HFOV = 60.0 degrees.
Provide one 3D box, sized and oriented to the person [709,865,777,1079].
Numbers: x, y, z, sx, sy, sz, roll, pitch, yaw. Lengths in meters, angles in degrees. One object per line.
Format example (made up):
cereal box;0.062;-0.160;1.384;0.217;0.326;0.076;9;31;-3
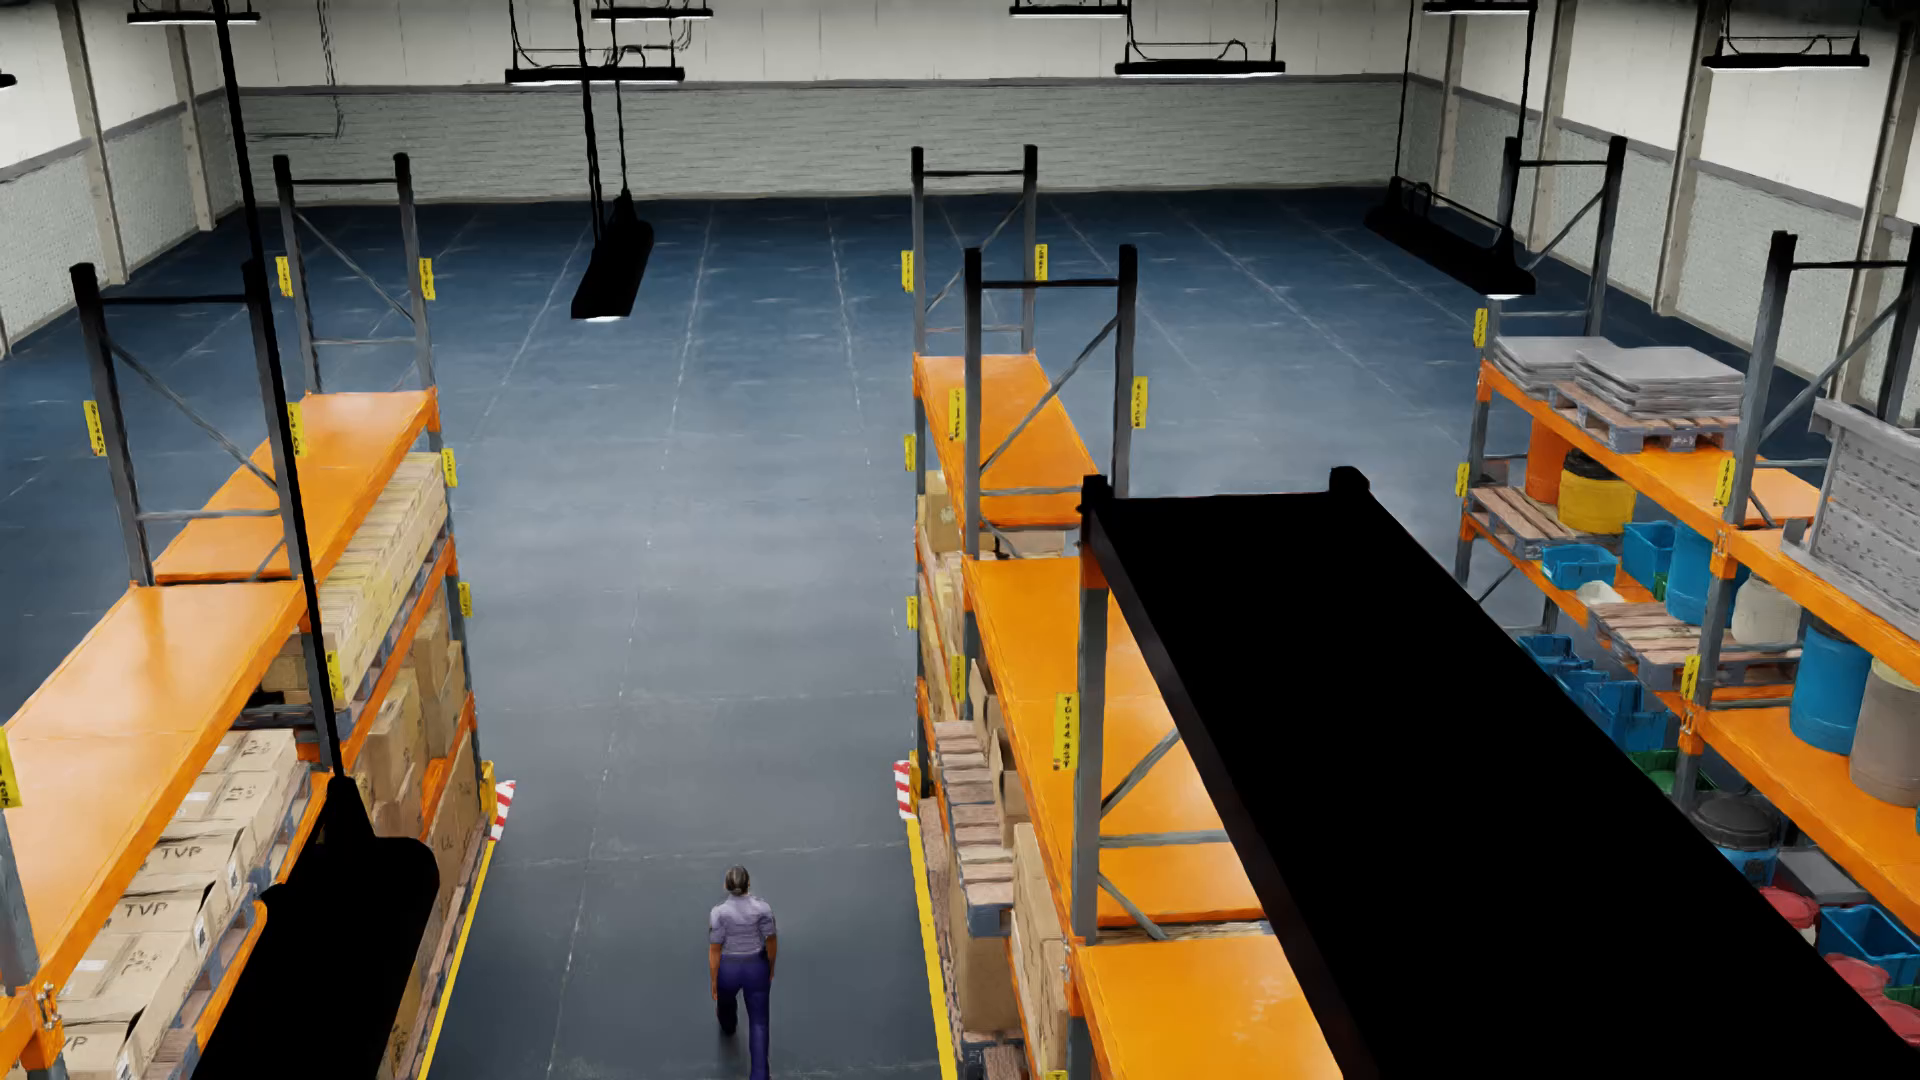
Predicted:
person;-1.533;3.027;11.827;0.481;1.565;1.091;-3;22;-8
